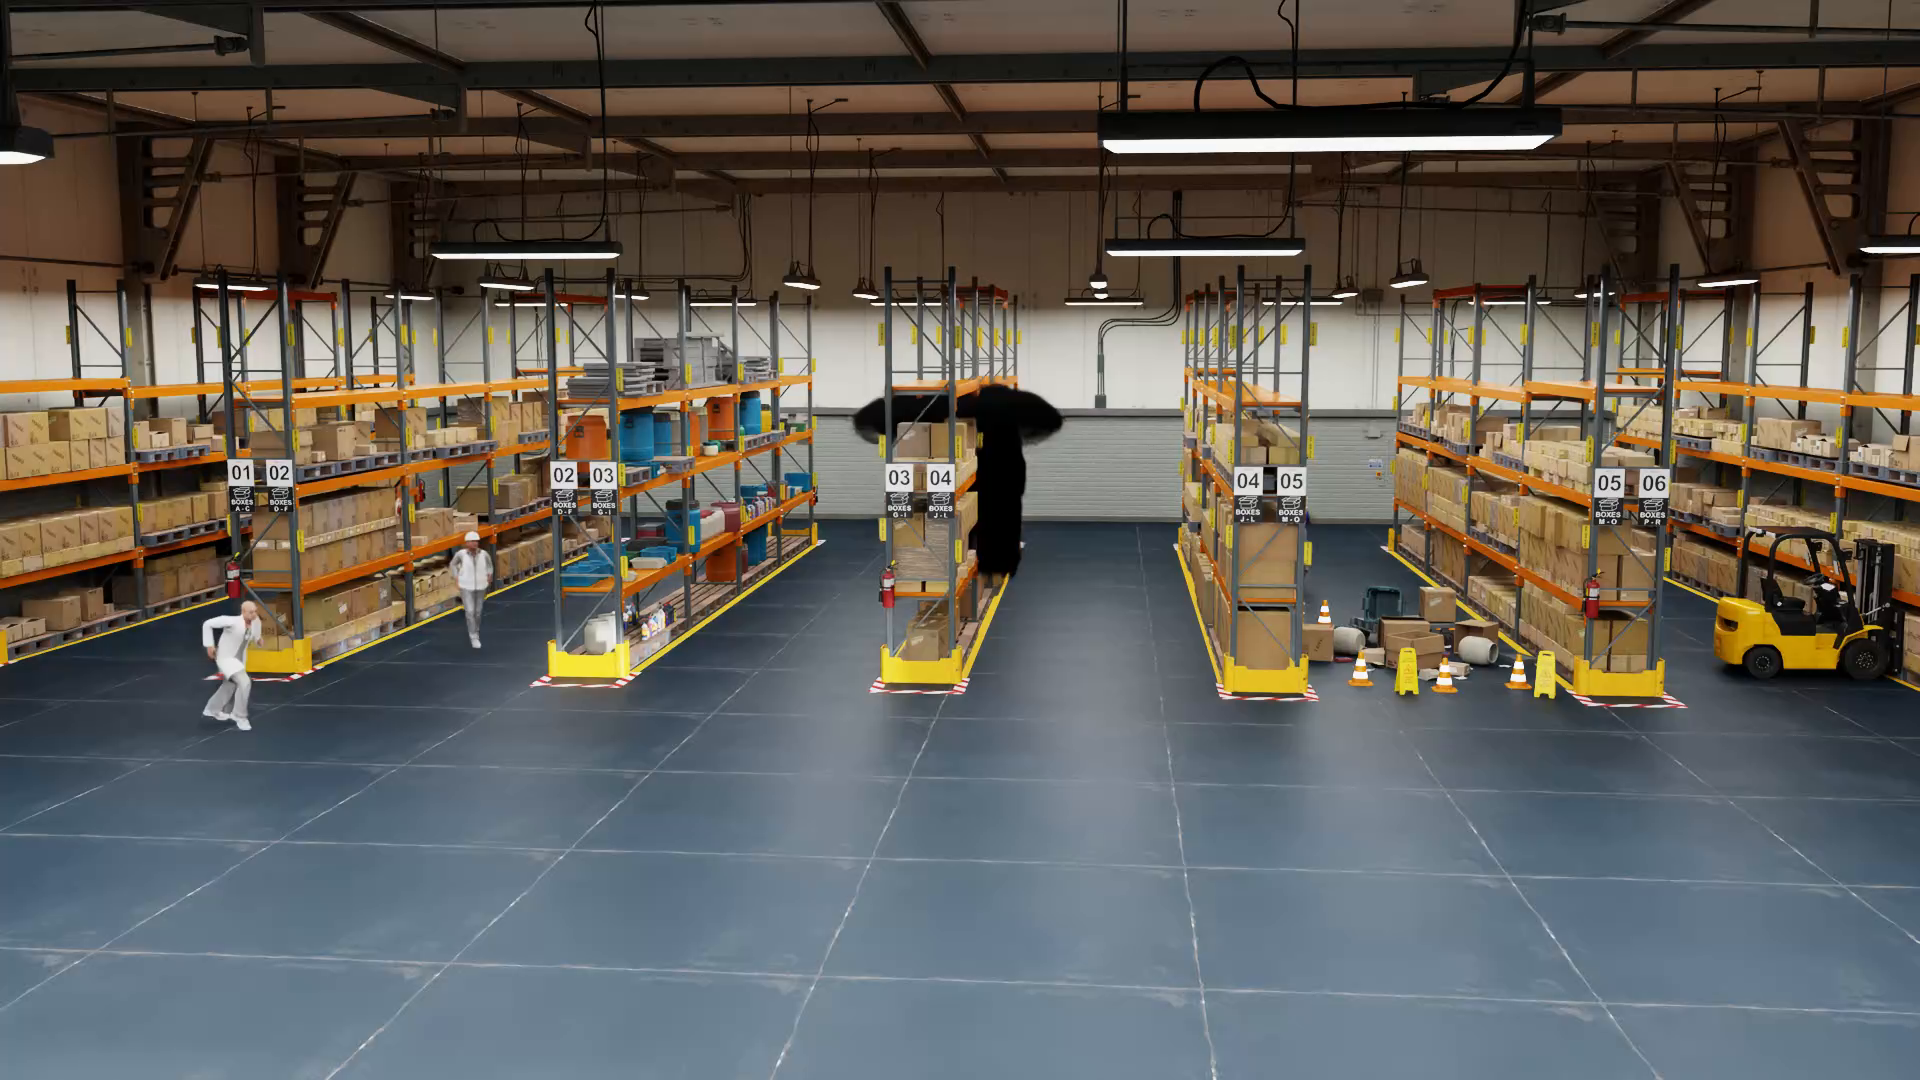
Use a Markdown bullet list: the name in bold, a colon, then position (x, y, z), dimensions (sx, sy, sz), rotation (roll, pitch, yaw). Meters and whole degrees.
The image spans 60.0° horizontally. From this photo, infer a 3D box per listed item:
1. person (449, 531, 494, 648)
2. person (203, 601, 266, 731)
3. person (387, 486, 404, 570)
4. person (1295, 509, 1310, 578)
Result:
- **person**: position (-7.564, 0.749, 25.817), dimensions (0.637, 1.797, 0.914), rotation (-4, 8, -29)
- **person**: position (-9.371, 1.619, 21.349), dimensions (1.065, 1.723, 0.756), rotation (3, 8, 24)
- **person**: position (-12.324, -0.259, 36.194), dimensions (0.689, 1.856, 0.754), rotation (-1, 7, -6)
- **person**: position (6.782, -0.073, 33.314), dimensions (0.567, 1.661, 0.818), rotation (-1, 7, -9)
